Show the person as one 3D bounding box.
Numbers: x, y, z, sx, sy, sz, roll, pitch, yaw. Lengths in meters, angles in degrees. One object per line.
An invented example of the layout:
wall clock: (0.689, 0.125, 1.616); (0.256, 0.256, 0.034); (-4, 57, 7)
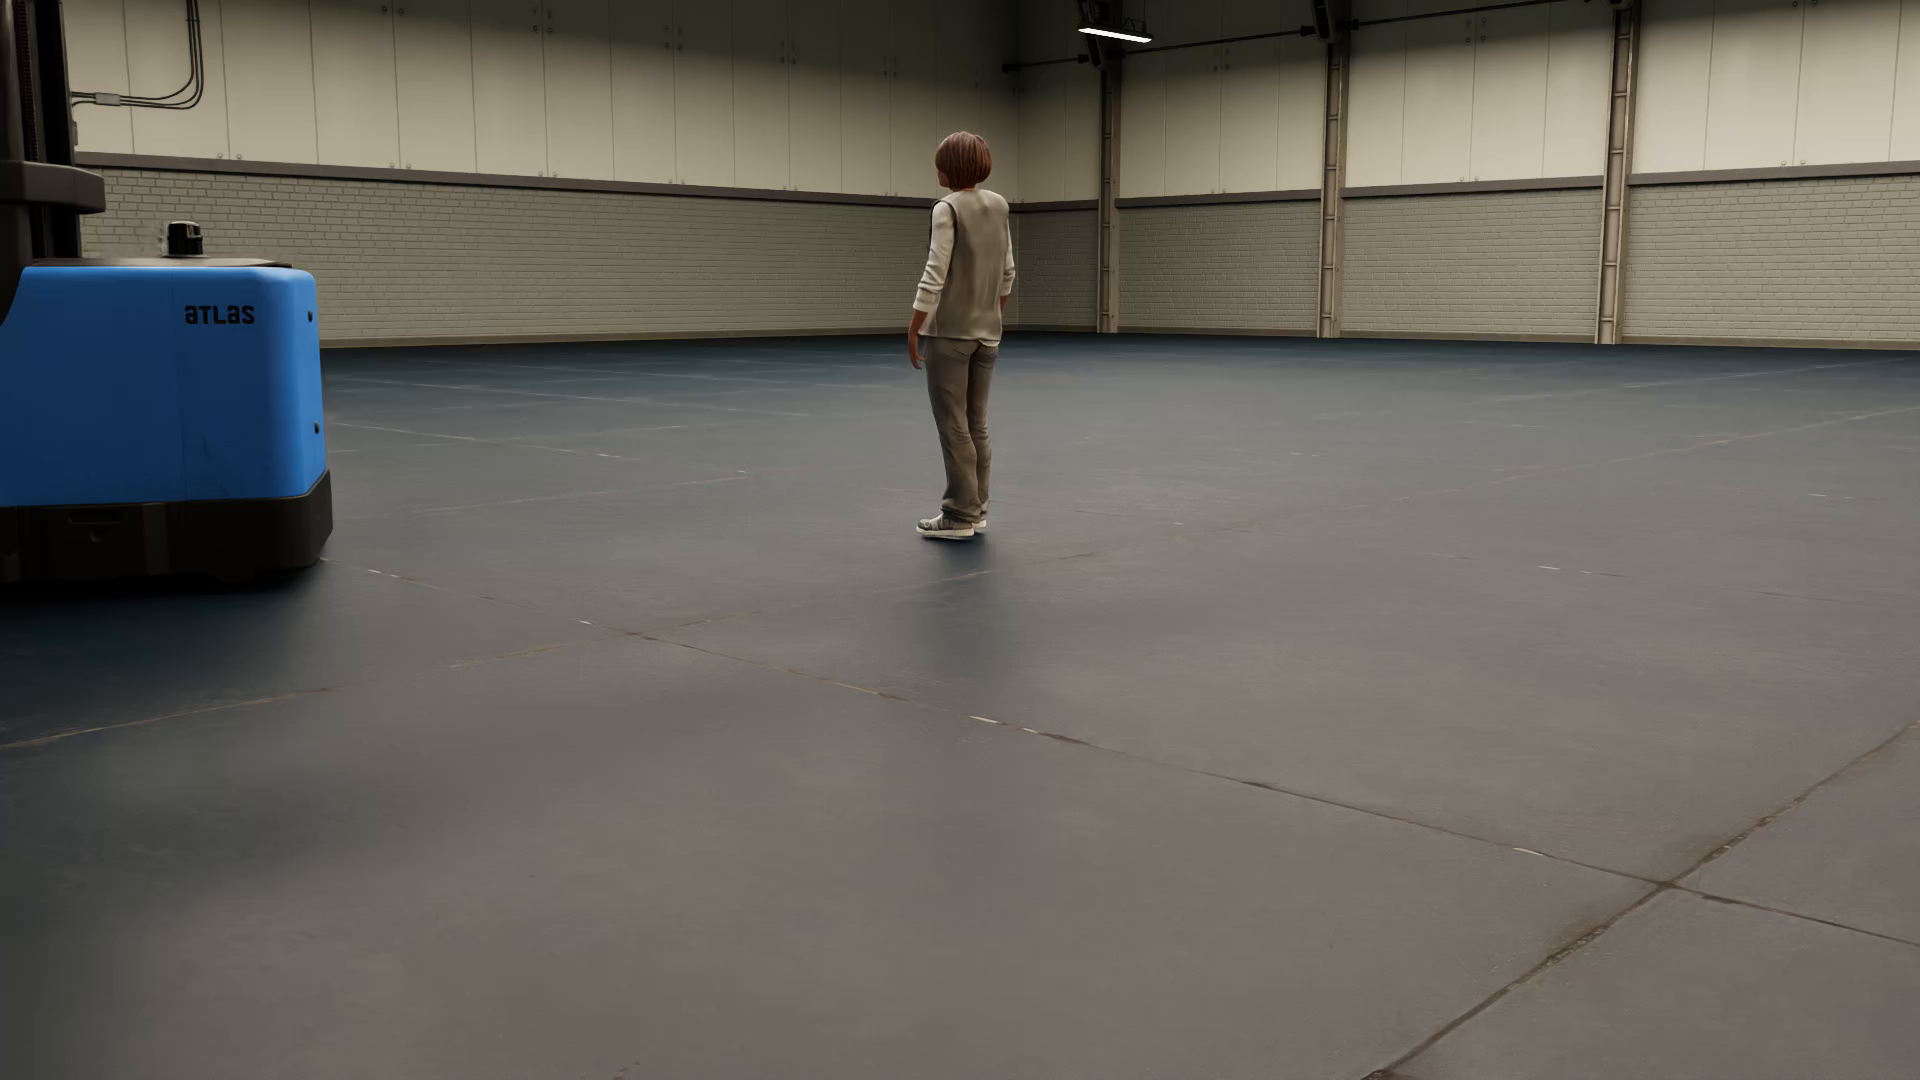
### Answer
person: (-0.044, -0.806, 6.658); (0.473, 1.599, 0.521); (8, 12, 43)

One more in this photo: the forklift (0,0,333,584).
forklift: (-3.791, -1.296, 5.482); (3.031, 2.935, 1.130); (-2, 9, -16)
